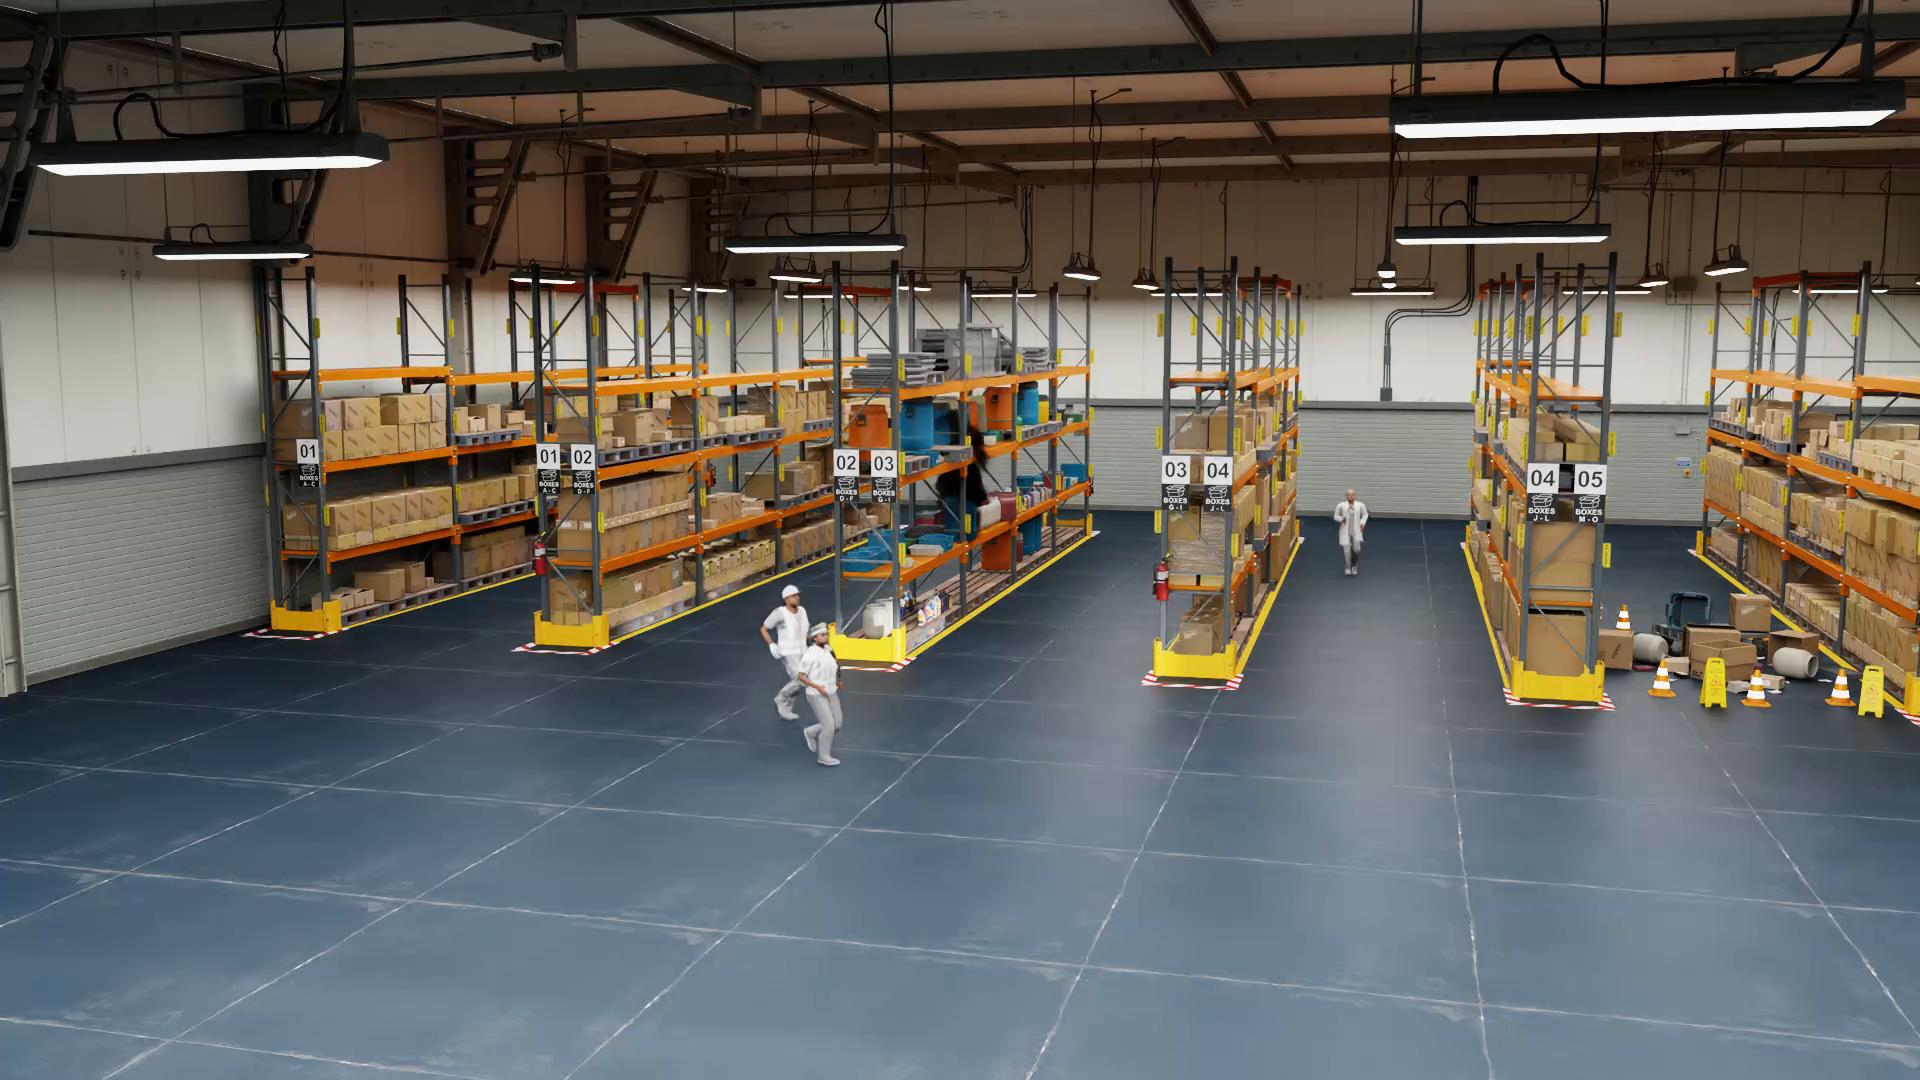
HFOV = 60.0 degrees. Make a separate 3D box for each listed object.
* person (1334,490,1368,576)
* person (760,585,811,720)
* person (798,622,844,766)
[{"bbox_3d":[7.914,-0.131,33.649,0.694,1.765,0.676,1,7,9],"label":"person"},{"bbox_3d":[-2.097,1.447,21.164,0.624,1.737,0.670,5,9,36],"label":"person"},{"bbox_3d":[-1.626,1.758,19.182,0.568,1.650,0.575,5,9,35],"label":"person"}]
